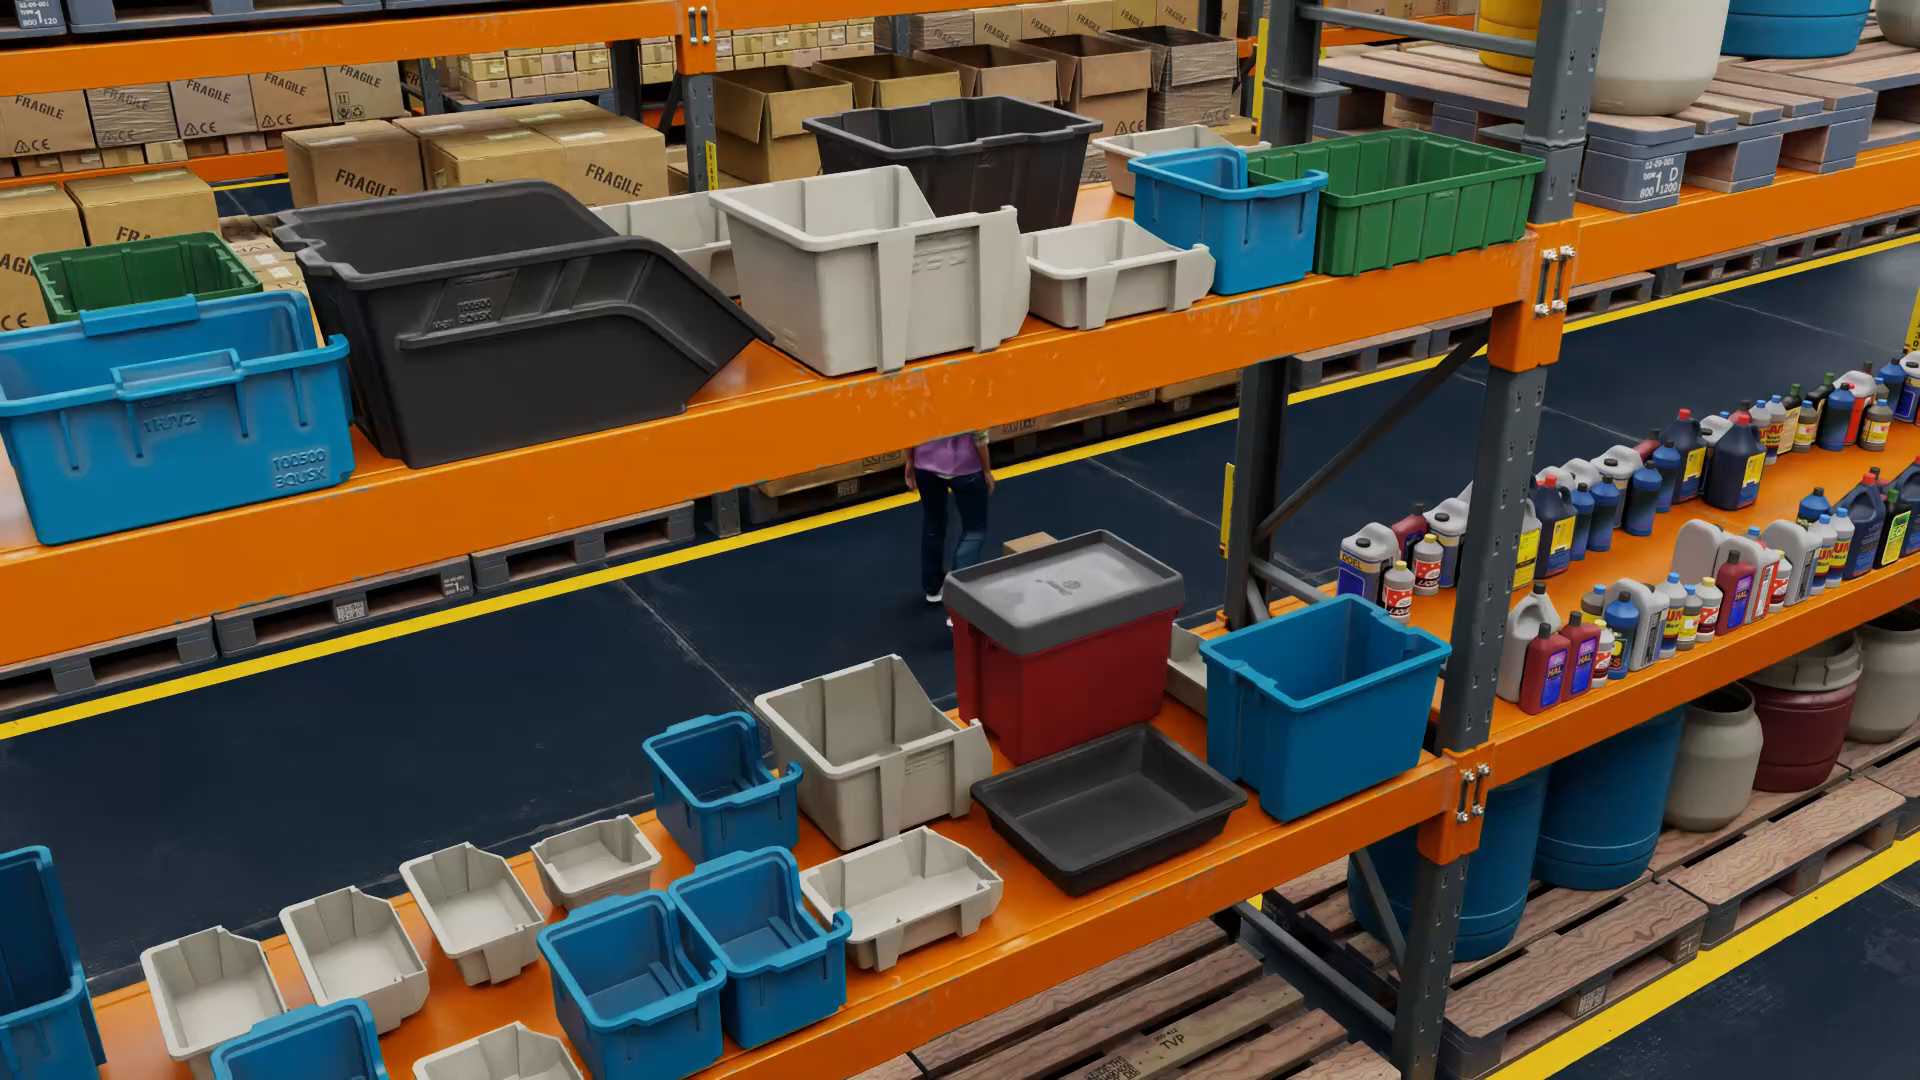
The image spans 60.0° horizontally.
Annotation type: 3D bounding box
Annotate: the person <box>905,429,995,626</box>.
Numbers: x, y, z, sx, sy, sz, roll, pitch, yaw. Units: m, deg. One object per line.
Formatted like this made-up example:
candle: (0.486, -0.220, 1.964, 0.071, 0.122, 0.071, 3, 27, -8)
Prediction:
person: (-0.037, -0.357, 7.848, 0.437, 1.583, 0.593, 13, 29, 26)
